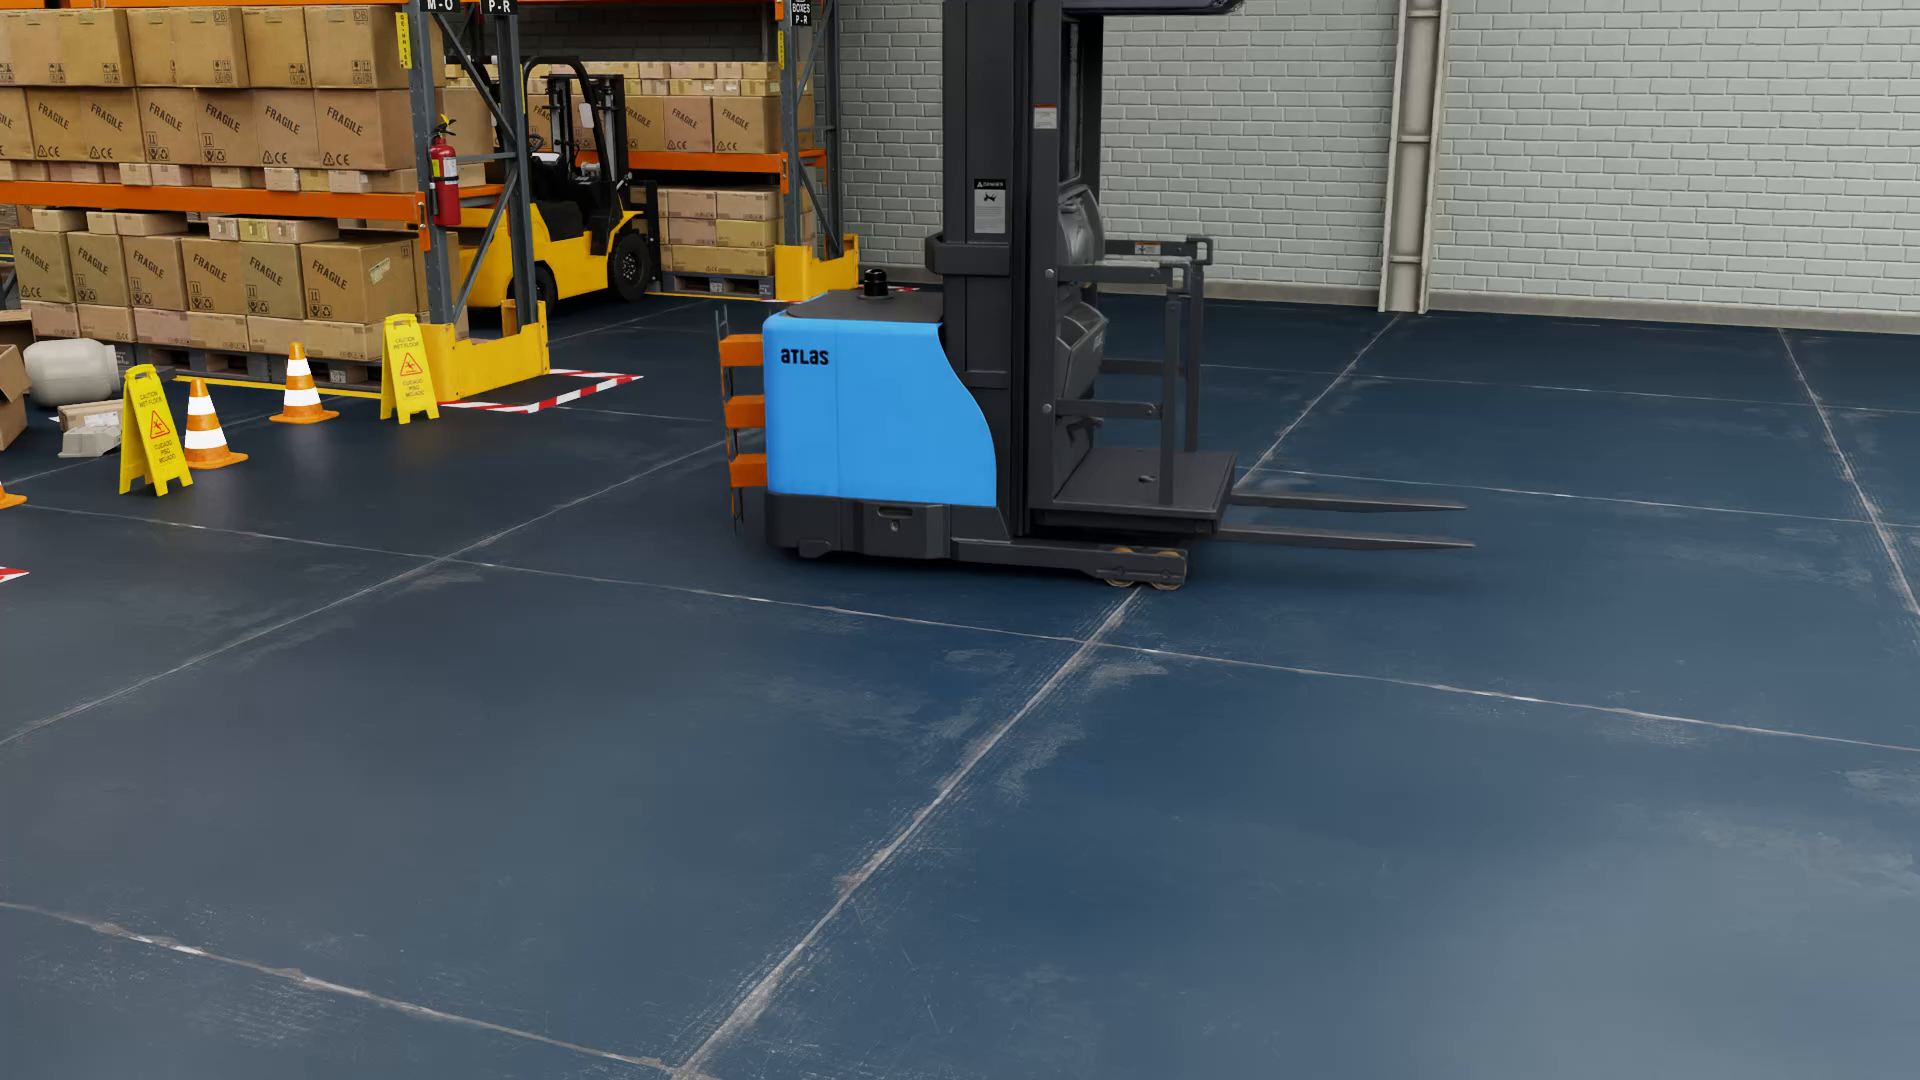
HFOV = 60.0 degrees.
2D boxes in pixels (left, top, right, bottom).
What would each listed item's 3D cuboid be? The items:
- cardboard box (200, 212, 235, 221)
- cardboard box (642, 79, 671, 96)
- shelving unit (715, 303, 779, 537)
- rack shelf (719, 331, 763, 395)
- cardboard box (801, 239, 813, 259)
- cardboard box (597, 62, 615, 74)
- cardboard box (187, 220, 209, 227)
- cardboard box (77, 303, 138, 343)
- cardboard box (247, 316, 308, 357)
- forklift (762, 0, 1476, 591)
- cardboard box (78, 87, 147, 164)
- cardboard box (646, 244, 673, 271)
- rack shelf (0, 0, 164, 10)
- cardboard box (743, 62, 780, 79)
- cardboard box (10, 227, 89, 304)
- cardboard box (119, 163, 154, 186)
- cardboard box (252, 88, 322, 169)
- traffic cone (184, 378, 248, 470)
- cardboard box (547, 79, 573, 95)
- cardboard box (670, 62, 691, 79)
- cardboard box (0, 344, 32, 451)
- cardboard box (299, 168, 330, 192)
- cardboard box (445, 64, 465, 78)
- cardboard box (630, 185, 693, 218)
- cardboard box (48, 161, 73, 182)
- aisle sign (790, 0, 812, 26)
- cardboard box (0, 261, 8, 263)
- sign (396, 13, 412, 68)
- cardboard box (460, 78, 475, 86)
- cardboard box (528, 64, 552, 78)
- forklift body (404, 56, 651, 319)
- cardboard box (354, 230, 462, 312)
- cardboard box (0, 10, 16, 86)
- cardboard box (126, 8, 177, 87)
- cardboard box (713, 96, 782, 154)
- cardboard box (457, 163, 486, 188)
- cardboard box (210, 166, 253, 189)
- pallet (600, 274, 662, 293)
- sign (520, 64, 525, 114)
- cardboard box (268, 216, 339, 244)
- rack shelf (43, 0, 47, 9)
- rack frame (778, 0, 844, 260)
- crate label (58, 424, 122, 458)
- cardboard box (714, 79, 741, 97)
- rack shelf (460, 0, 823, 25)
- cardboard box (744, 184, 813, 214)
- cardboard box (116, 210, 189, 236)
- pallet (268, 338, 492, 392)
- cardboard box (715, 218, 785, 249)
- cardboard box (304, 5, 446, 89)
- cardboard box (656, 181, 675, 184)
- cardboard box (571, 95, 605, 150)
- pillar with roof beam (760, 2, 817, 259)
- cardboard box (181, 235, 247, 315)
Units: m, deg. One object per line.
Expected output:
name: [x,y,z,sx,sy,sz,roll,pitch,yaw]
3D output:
cardboard box: [-7.616,-3.523,17.934,0.625,0.625,0.875,7,18,22]
cardboard box: [-2.745,-4.202,15.424,0.250,0.149,0.380,6,17,19]
shelving unit: [-0.940,-0.550,7.666,0.252,1.050,0.215,-1,16,5]
rack shelf: [-0.952,-0.812,7.591,0.240,0.259,0.215,-1,16,5]
cardboard box: [-1.745,-2.757,15.970,0.500,0.250,0.500,6,17,21]
cardboard box: [-3.200,-4.415,15.625,0.250,0.149,0.380,7,17,21]
cardboard box: [-5.776,-2.095,12.345,0.500,0.500,0.500,7,17,22]
cardboard box: [-5.948,-1.596,11.969,0.500,0.250,0.500,7,18,24]
cardboard box: [-4.507,-1.437,11.421,0.500,0.250,0.500,6,17,21]
forklift: [0.710,-1.358,7.094,3.031,2.935,1.130,4,17,13]
cardboard box: [-5.654,-2.870,11.467,0.500,0.500,0.500,6,17,20]
cardboard box: [-2.834,-2.729,15.874,0.500,0.250,0.500,6,17,21]
rack shelf: [-10.663,-5.893,18.503,4.000,0.370,1.077,6,17,21]
cardboard box: [-1.771,-4.260,15.090,0.250,0.149,0.380,6,17,21]
cardboard box: [-6.449,-2.008,12.042,0.500,0.500,0.500,7,18,23]
cardboard box: [-5.537,-2.527,11.450,0.250,0.149,0.380,6,17,21]
cardboard box: [-4.248,-2.715,10.932,0.500,0.500,0.500,6,17,21]
traffic cone: [-4.142,-0.656,9.103,0.334,0.463,0.336,6,17,21]
cardboard box: [-3.701,-4.305,15.779,0.250,0.149,0.380,6,17,19]
cardboard box: [-2.469,-4.341,15.371,0.250,0.149,0.380,6,17,21]
cardboard box: [-5.741,-0.812,9.567,0.637,0.503,0.797,-5,17,-18]
cardboard box: [-4.111,-2.379,10.937,0.250,0.149,0.380,6,17,20]
cardboard box: [-4.893,-4.577,16.184,0.250,0.149,0.380,7,17,22]
cardboard box: [-2.853,-3.203,15.710,0.500,0.250,0.500,7,17,21]
cardboard box: [-6.211,-2.629,11.800,0.250,0.149,0.380,6,17,20]
aisle sign: [-1.407,-4.941,14.650,0.004,0.787,0.394,6,17,21]
cardboard box: [-8.058,-1.962,13.012,0.625,0.372,0.950,7,18,24]
sign: [-3.400,-3.053,10.168,0.005,0.325,0.100,6,17,21]
cardboard box: [-4.640,-4.417,16.165,0.250,0.149,0.380,7,17,22]
cardboard box: [-3.923,-4.478,15.841,0.250,0.149,0.380,6,17,20]
forklift body: [-3.793,-3.088,14.454,1.214,2.155,2.313,6,17,21]
cardboard box: [-3.849,-1.885,11.621,0.500,0.500,0.500,6,17,19]
cardboard box: [-6.569,-3.466,11.728,0.500,0.500,0.700,6,17,20]
cardboard box: [-5.126,-3.320,11.225,0.500,0.500,0.700,6,17,20]
cardboard box: [-1.914,-3.805,15.222,0.500,0.500,0.500,6,17,19]
cardboard box: [-3.418,-2.455,11.201,0.250,0.149,0.380,6,17,21]
cardboard box: [-4.820,-2.462,11.226,0.250,0.149,0.380,6,17,20]
pallet: [-3.218,-2.629,16.350,1.213,0.211,1.003,6,17,21]
sign: [-2.979,-3.044,11.226,0.005,0.325,0.100,6,17,21]
cardboard box: [-4.385,-2.075,11.110,0.250,0.149,0.380,7,18,22]
rack shelf: [-8.759,-4.196,12.658,4.000,0.370,1.077,6,17,21]
rack frame: [-1.360,-3.775,15.298,0.127,3.000,1.000,6,17,21]
crate label: [-4.896,-0.564,9.370,0.298,0.136,0.250,-2,16,-8]
cardboard box: [-2.034,-4.116,15.128,0.250,0.149,0.380,7,17,22]
rack shelf: [-3.221,-5.075,15.684,4.000,0.370,1.077,6,17,21]
cardboard box: [-1.738,-3.235,15.821,0.500,0.250,0.500,6,17,20]
cardboard box: [-5.624,-2.212,11.583,0.250,0.149,0.380,7,18,24]
pallet: [-3.991,-1.248,11.595,1.213,0.211,1.003,6,17,21]
cardboard box: [-1.928,-2.865,15.445,0.500,0.250,0.500,6,17,20]
cardboard box: [-3.733,-3.154,10.652,0.500,0.500,0.700,6,17,19]
cardboard box: [-3.139,-3.393,16.367,0.500,0.250,0.500,6,17,20]
cardboard box: [-3.342,-3.962,15.761,0.500,0.500,0.500,6,17,21]
pillar with roof beam: [-3.257,-5.845,11.666,0.400,9.000,9.100,6,17,21]
cardboard box: [-4.972,-1.849,11.496,0.500,0.500,0.500,6,17,19]
